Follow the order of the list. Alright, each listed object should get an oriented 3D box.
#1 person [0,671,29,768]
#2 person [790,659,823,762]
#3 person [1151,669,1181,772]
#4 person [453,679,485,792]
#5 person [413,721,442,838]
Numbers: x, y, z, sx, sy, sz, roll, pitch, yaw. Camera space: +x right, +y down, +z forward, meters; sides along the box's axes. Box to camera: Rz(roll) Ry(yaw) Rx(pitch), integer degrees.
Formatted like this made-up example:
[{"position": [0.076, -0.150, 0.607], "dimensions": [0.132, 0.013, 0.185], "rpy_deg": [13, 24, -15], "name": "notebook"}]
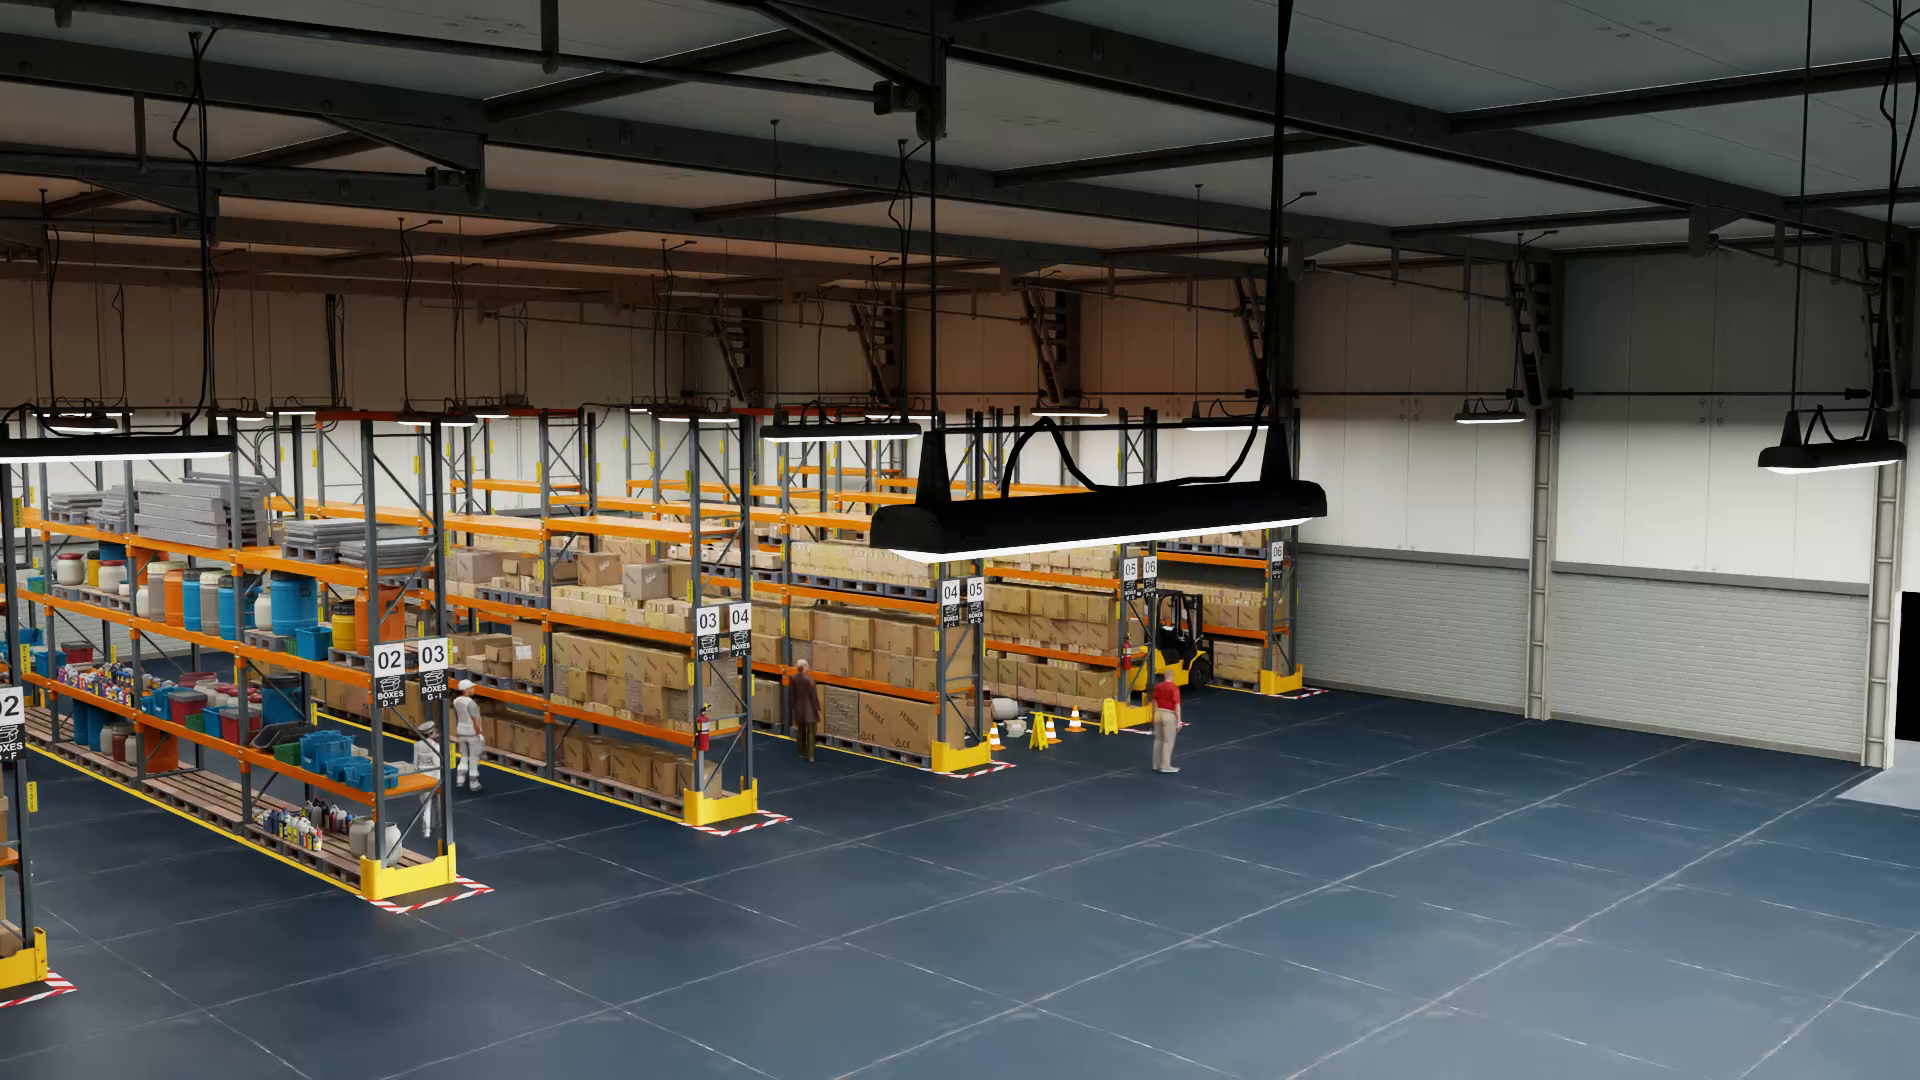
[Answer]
[{"position": [-15.961, 3.022, 27.978], "dimensions": [0.535, 1.648, 0.421], "rpy_deg": [3, 6, 34], "name": "person"}, {"position": [-2.625, 2.912, 28.730], "dimensions": [0.605, 1.771, 0.633], "rpy_deg": [2, 5, 19], "name": "person"}, {"position": [3.456, 3.009, 27.799], "dimensions": [0.374, 1.733, 0.646], "rpy_deg": [-5, 7, -43], "name": "person"}, {"position": [-7.771, 3.095, 26.398], "dimensions": [0.567, 1.795, 0.431], "rpy_deg": [2, 5, 20], "name": "person"}, {"position": [-7.604, 3.402, 23.824], "dimensions": [0.434, 1.621, 1.053], "rpy_deg": [-1, 5, -14], "name": "person"}]
